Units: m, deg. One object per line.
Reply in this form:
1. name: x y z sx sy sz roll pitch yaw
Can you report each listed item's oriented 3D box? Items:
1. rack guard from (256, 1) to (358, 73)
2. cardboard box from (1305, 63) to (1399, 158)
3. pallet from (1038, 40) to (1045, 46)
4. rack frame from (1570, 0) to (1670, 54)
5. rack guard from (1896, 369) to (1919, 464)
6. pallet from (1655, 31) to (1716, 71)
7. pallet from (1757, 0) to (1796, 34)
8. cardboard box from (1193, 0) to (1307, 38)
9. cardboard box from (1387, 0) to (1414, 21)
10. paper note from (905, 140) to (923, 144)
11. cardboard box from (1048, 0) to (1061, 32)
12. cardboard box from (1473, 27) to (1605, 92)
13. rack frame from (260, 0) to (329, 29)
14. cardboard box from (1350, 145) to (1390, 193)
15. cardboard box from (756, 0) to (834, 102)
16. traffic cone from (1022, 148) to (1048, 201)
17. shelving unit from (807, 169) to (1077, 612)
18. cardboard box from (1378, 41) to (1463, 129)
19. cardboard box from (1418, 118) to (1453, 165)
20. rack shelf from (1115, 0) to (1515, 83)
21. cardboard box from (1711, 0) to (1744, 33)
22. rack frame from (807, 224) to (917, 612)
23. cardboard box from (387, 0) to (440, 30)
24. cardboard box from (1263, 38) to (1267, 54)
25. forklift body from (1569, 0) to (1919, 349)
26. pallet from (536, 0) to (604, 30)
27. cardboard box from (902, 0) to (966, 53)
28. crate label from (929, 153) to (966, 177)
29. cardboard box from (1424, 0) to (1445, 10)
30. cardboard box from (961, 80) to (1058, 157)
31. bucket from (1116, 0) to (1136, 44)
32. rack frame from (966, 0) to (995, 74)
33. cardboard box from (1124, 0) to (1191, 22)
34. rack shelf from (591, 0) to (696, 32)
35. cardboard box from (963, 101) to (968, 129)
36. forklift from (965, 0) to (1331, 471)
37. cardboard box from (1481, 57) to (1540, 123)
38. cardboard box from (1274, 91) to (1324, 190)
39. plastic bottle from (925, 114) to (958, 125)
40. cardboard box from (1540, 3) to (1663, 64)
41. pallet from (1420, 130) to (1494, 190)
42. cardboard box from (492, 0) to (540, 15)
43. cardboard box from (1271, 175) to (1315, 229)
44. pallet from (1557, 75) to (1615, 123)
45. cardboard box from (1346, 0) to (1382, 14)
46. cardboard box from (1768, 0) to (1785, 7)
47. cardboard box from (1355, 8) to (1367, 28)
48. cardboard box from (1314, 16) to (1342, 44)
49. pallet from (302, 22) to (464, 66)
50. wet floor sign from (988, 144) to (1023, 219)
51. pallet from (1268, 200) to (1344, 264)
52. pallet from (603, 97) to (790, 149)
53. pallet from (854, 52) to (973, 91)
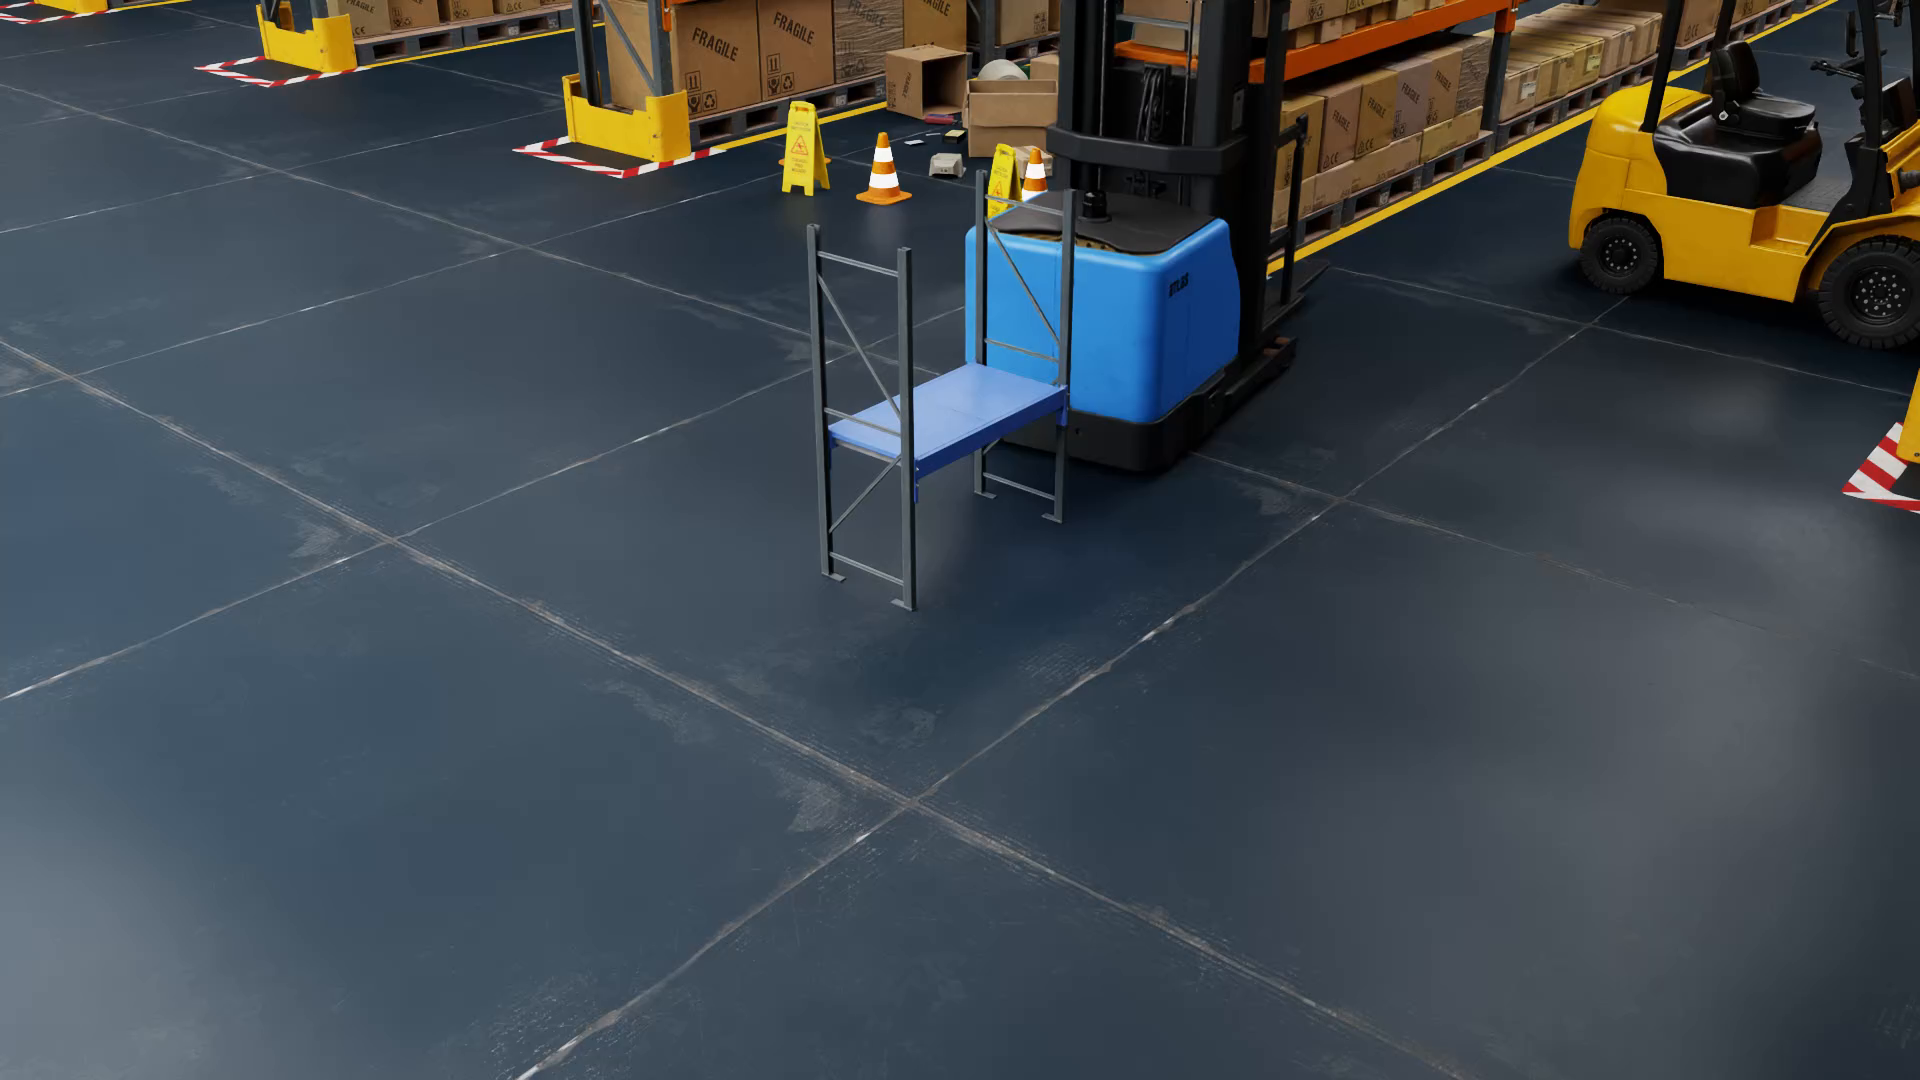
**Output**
1. rack guard: -6.354 -4.895 16.167 1.175 0.500 0.348 21 34 34
2. cardboard box: 2.641 -2.956 11.419 0.500 0.500 0.500 22 34 35
3. pallet: 1.114 -5.402 17.463 1.003 0.211 1.213 21 34 34
4. rack frame: 6.333 -5.918 15.425 1.000 3.000 0.127 21 34 34
5. rack guard: 5.062 -0.514 7.699 1.175 0.500 0.348 21 34 34
6. pallet: 6.893 -4.937 16.564 1.003 0.211 1.213 21 34 34
7. pallet: 8.445 -5.802 18.236 1.003 0.211 1.213 21 34 34
8. cardboard box: 1.760 -3.345 10.019 0.500 0.500 0.500 20 34 34
9. cardboard box: 2.855 -3.640 11.296 0.380 0.149 0.250 21 34 35
10. paper note: -0.358 -3.218 13.439 0.142 0.017 0.144 -15 31 -27
11. cardboard box: 0.847 -5.685 16.967 1.050 0.750 0.750 21 34 34
12. cardboard box: 5.016 -4.209 14.524 0.950 0.372 0.625 22 35 36
13. rack frame: -6.402 -5.978 15.541 1.000 3.000 0.127 21 34 34
14. cardboard box: 2.639 -2.628 11.601 0.500 0.250 0.500 24 35 38
15. cardboard box: -1.701 -4.308 14.168 0.875 0.875 0.875 20 34 34
16. traffic cone: 0.523 -2.484 11.549 0.336 0.463 0.334 21 34 34
17. shelving unit: -0.054 -0.636 6.847 0.538 1.500 1.048 21 34 34
18. cardboard box: 3.298 -3.329 12.140 0.500 0.500 0.500 21 34 35
19. cardboard box: 3.290 -2.985 12.291 0.500 0.250 0.500 20 33 33
20. rack shelf: 2.517 -3.471 11.478 1.077 0.370 4.000 21 34 34
21. cardboard box: 7.407 -5.696 16.852 0.875 0.875 0.875 21 34 35
22. rack frame: -0.378 -0.456 6.499 0.500 1.500 0.032 21 34 34
23. cardboard box: -5.638 -5.493 16.866 0.500 0.500 0.500 -18 32 -31
24. cardboard box: 1.770 -3.124 10.297 0.380 0.149 0.250 21 34 35
25. forklift body: 4.876 -2.461 9.666 2.313 2.155 1.214 21 34 34
26. pallet: -4.258 -5.909 18.443 1.003 0.211 1.213 21 34 34
27. cardboard box: -0.549 -4.951 15.411 0.875 0.875 0.875 21 34 35
28. crate label: -0.098 -2.840 12.591 0.250 0.136 0.298 4 28 8
29. cardboard box: 3.176 -3.824 11.651 0.380 0.149 0.250 20 34 34
30. cardboard box: 0.409 -3.336 13.150 0.797 0.503 0.637 0 27 0
31. bucket: 1.598 -4.410 14.418 0.620 0.611 0.726 -5 26 -32
32. rack frame: -0.095 -5.911 15.411 1.000 3.000 0.127 21 34 34
33. cardboard box: 1.377 -3.531 10.379 0.500 0.500 0.500 20 33 34
34. rack shelf: -1.367 -4.882 14.206 1.077 0.370 4.000 21 34 34
35. cardboard box: 0.233 -3.549 13.821 0.258 0.266 0.396 -21 34 -35
36. forklift: 1.184 -2.260 8.428 1.130 2.935 3.031 15 31 26
37. cardboard box: 4.121 -3.706 13.552 0.950 0.372 0.625 21 34 35
38. cardboard box: 1.986 -2.594 10.719 0.500 0.500 0.500 19 33 33
39. plastic bottle: -0.142 -3.551 14.048 0.283 0.061 0.133 9 29 17
40. cardboard box: 5.966 -4.740 15.551 0.950 0.372 0.625 18 32 31
41. pallet: 3.389 -3.013 12.844 1.003 0.211 1.213 21 34 34
42. cardboard box: -4.836 -5.894 17.642 0.500 0.500 0.500 17 32 30
43. cardboard box: 1.971 -2.252 10.874 0.500 0.250 0.500 20 34 34
44. pallet: 5.059 -3.972 14.699 1.003 0.211 1.213 21 34 34
45. cardboard box: 2.410 -3.711 10.726 0.500 0.500 0.500 20 33 33
46. cardboard box: 8.545 -6.336 18.088 0.875 0.875 0.875 22 35 36
47. cardboard box: 2.459 -3.483 10.992 0.380 0.149 0.250 22 35 36
48. cardboard box: 2.198 -3.271 10.581 0.380 0.149 0.250 21 34 35
49. pallet: -5.810 -5.044 16.771 1.003 0.211 1.213 21 34 34
50. wet floor sign: 0.298 -2.281 10.958 0.232 0.644 0.267 -15 31 -27
51. pallet: 1.837 -2.148 11.172 1.003 0.211 1.213 21 34 34
52. pallet: -2.191 -3.560 13.902 1.003 0.211 1.213 21 34 34
53. pallet: -0.639 -4.425 15.575 1.003 0.211 1.213 21 34 34
